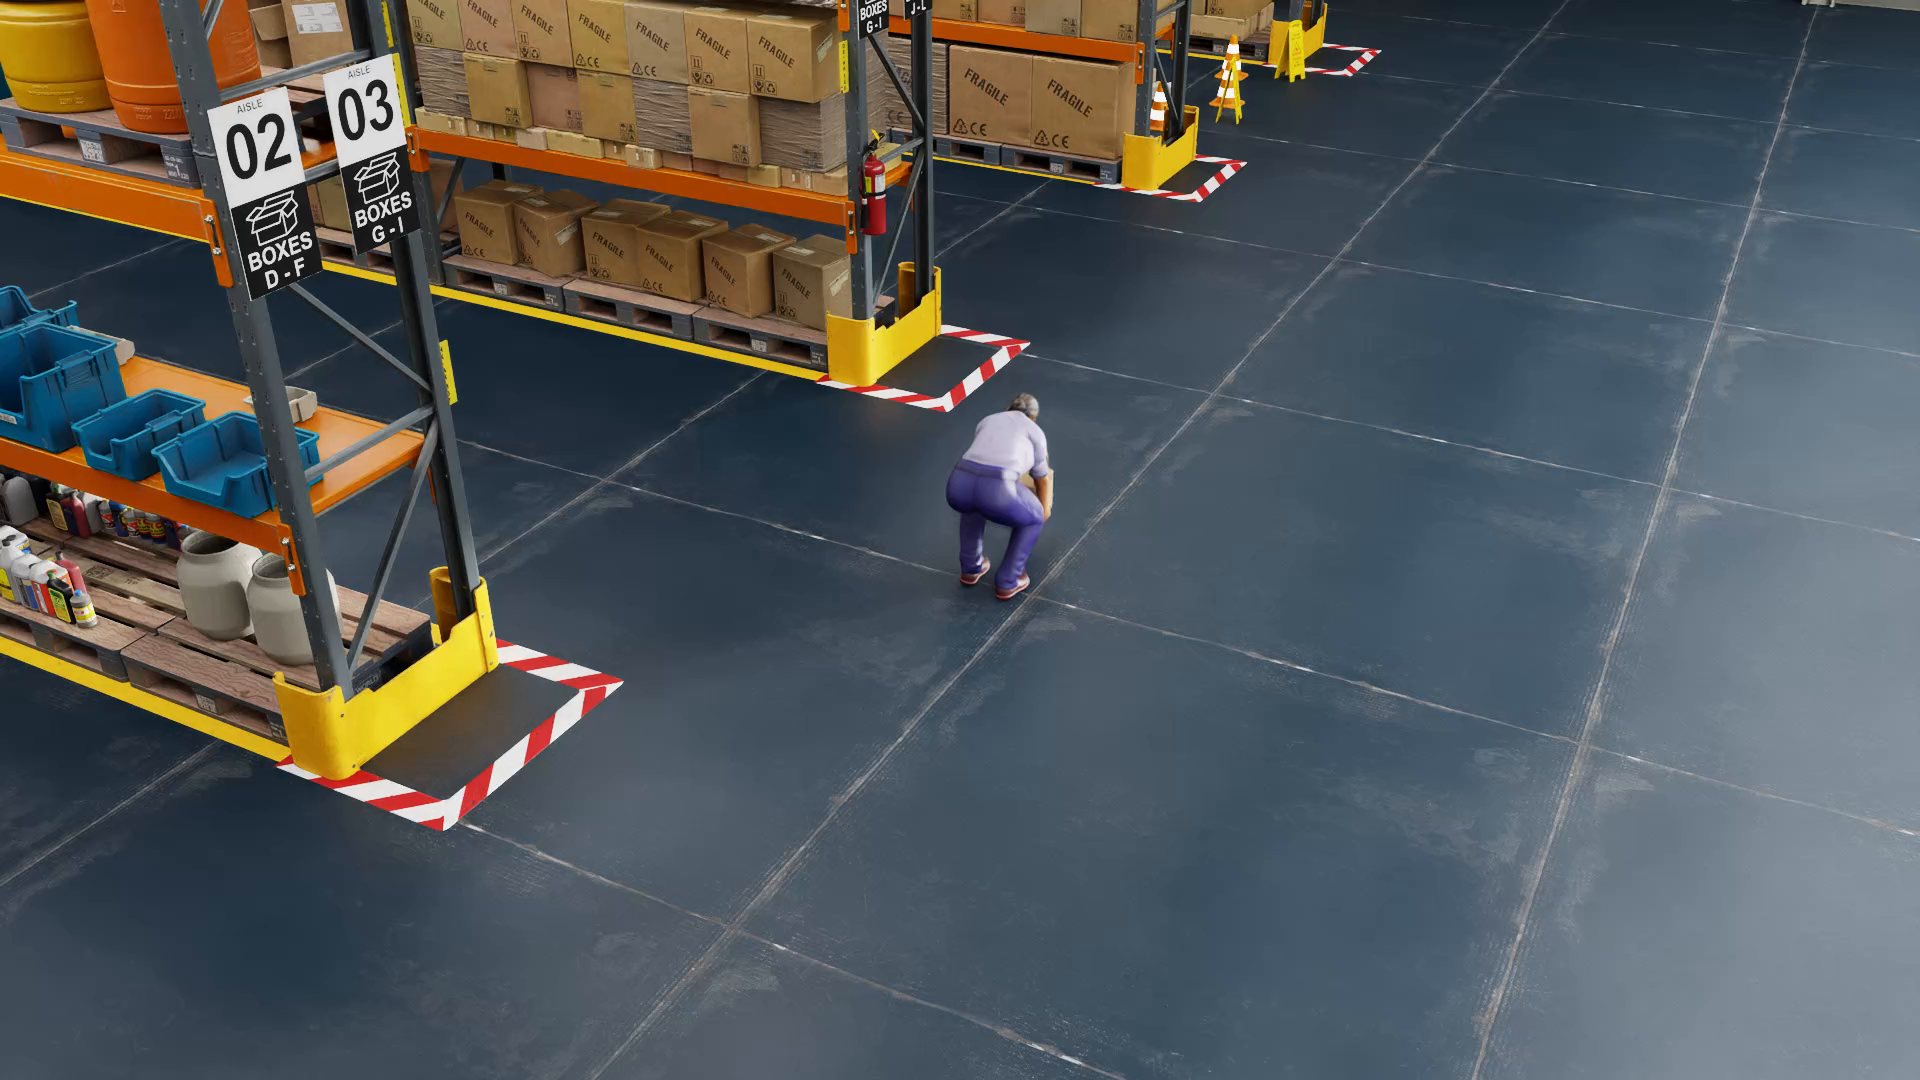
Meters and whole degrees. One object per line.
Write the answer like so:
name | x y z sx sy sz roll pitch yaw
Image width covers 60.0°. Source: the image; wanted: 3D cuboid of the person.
person | 0.243 -0.252 9.365 0.501 1.015 0.892 13 33 21
